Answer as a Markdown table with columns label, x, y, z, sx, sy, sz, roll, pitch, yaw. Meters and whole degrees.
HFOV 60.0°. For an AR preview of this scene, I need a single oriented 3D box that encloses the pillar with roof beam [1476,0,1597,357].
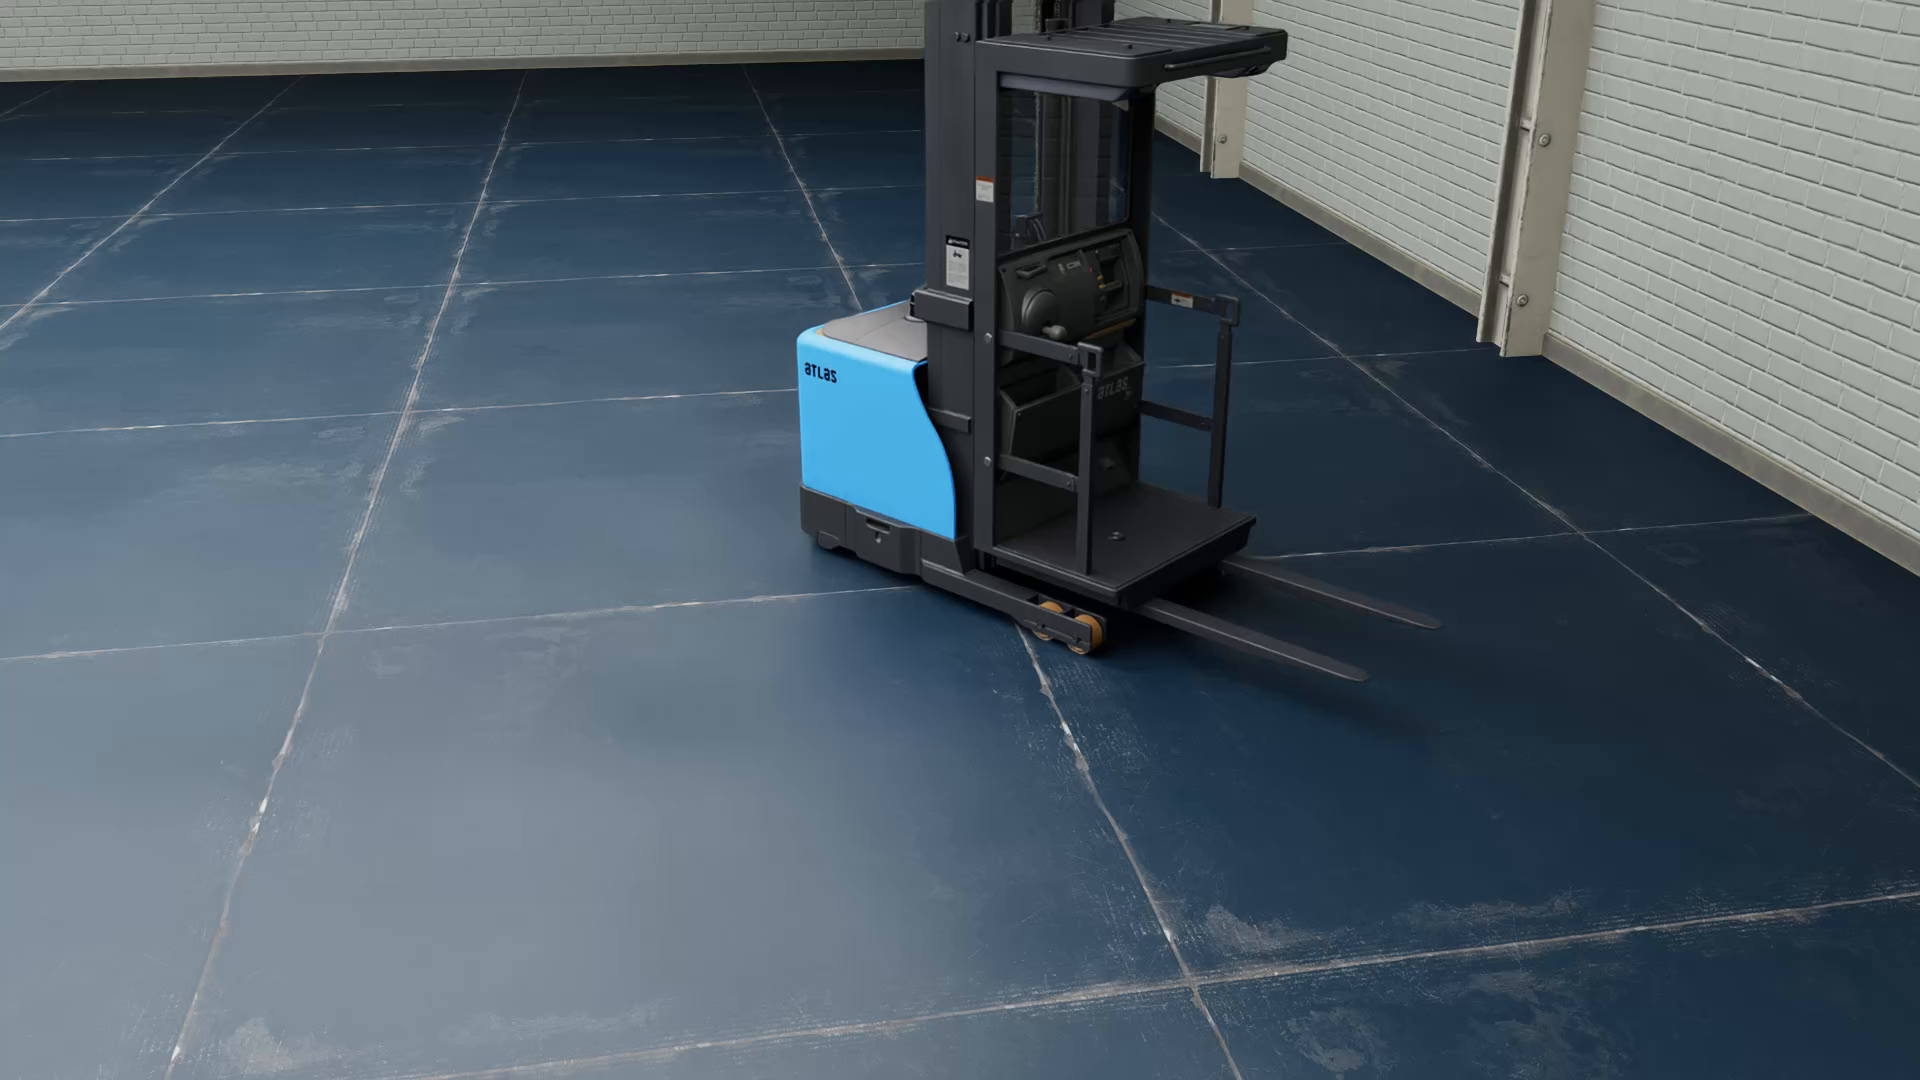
| label | x | y | z | sx | sy | sz | roll | pitch | yaw |
| --- | --- | --- | --- | --- | --- | --- | --- | --- | --- |
| pillar with roof beam | -0.513 | -5.107 | 8.701 | 9.100 | 9.000 | 0.400 | -4 | 24 | -10 |

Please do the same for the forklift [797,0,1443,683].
| label | x | y | z | sx | sy | sz | roll | pitch | yaw |
| --- | --- | --- | --- | --- | --- | --- | --- | --- | --- |
| forklift | 0.651 | -1.091 | 7.086 | 3.031 | 2.935 | 1.130 | 20 | 30 | 38 |

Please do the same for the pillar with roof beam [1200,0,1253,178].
| label | x | y | z | sx | sy | sz | roll | pitch | yaw |
| --- | --- | --- | --- | --- | --- | --- | --- | --- | --- |
| pillar with roof beam | -1.623 | -7.467 | 14.105 | 9.100 | 9.000 | 0.400 | -4 | 24 | -10 |
